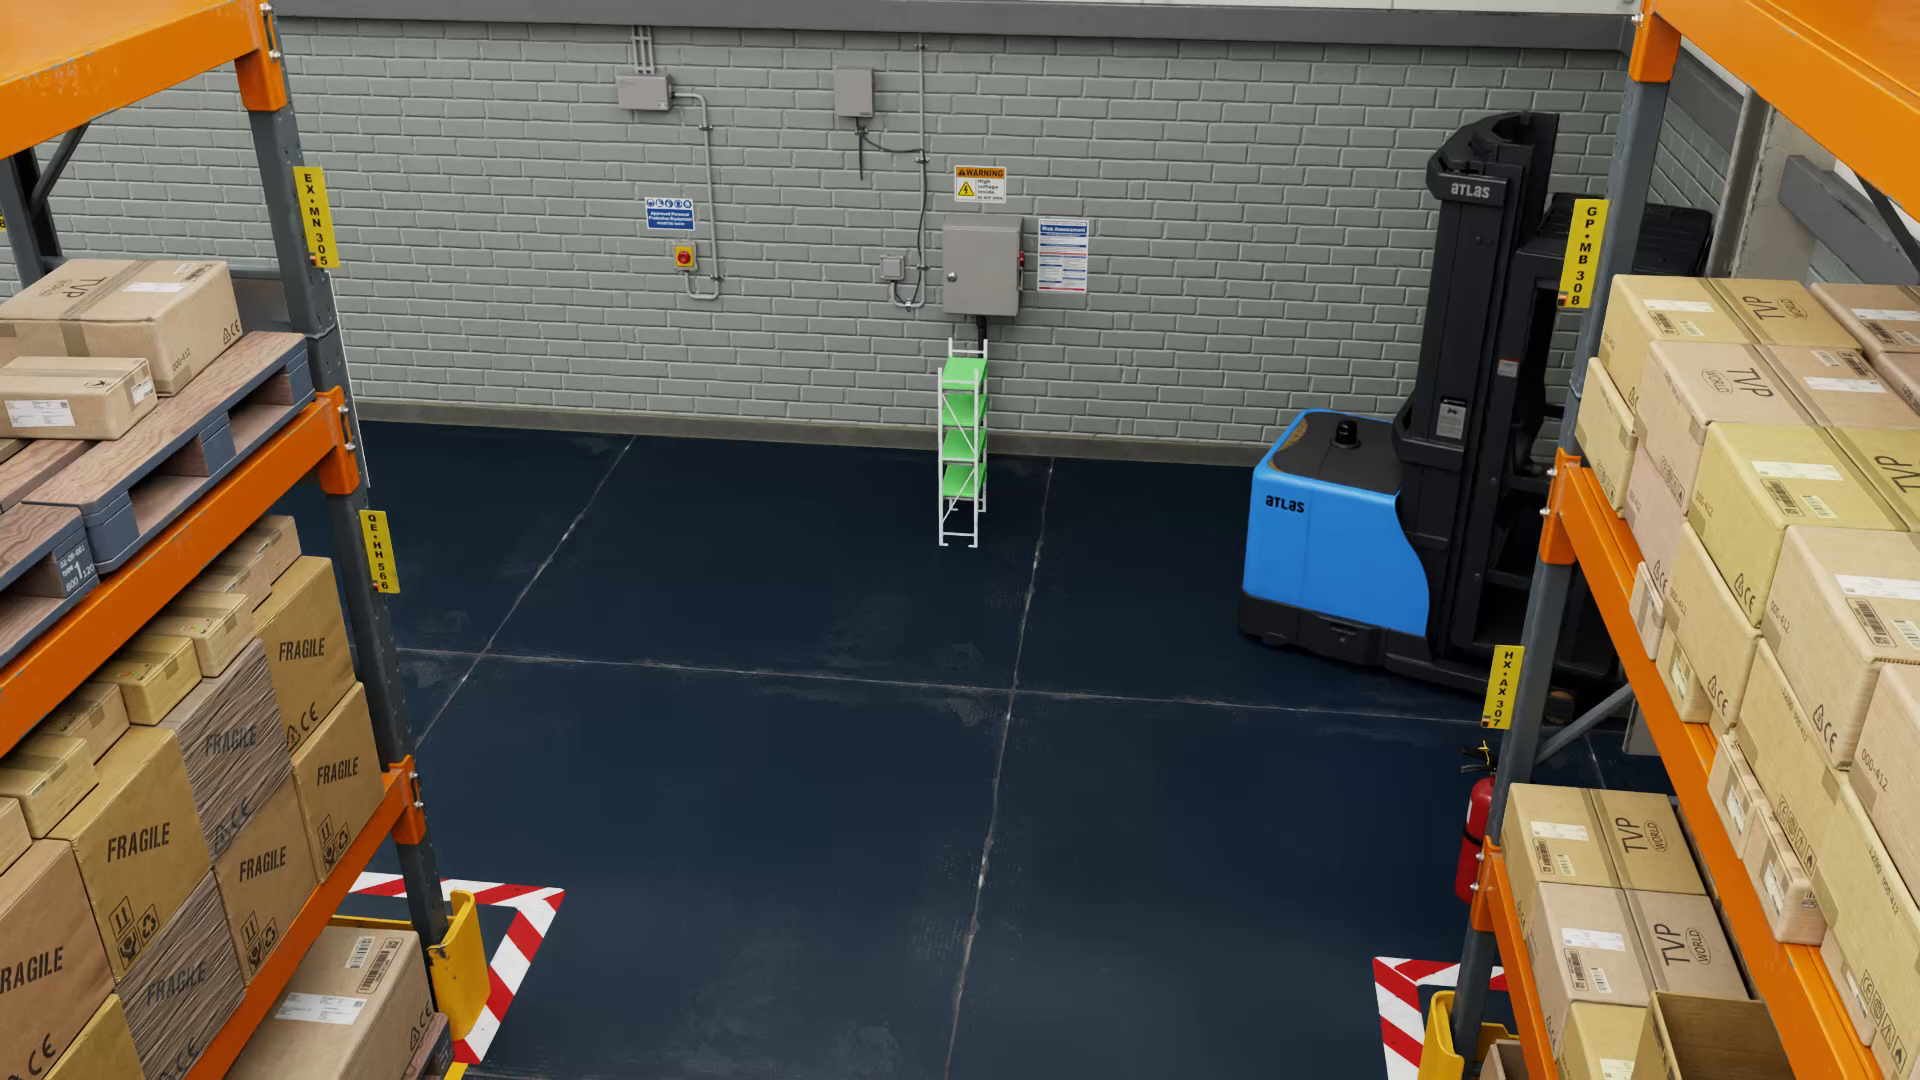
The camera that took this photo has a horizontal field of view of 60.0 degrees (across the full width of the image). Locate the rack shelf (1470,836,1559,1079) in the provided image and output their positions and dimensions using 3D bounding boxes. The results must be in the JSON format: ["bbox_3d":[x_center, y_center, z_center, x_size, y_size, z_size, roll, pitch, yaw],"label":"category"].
[{"bbox_3d":[2.108,2.164,4.122,1.077,0.370,4.000,3,28,6],"label":"rack shelf"}]

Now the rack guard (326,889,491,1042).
[{"bbox_3d":[-2.571,1.708,6.845,1.175,0.500,0.348,3,28,6],"label":"rack guard"}]

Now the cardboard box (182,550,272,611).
[{"bbox_3d":[-2.426,0.151,5.256,0.380,0.149,0.250,4,29,7],"label":"cardboard box"}]

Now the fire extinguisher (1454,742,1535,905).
[{"bbox_3d":[1.912,1.008,5.984,0.296,0.674,0.183,3,28,6],"label":"fire extinguisher"}]

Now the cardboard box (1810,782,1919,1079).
[{"bbox_3d":[1.801,0.676,2.807,0.500,0.250,0.500,4,29,7],"label":"cardboard box"}]

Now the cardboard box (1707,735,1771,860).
[{"bbox_3d":[1.799,0.548,3.464,0.380,0.149,0.250,3,29,6],"label":"cardboard box"}]

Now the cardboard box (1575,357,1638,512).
[{"bbox_3d":[2.027,-0.287,4.594,0.500,0.250,0.500,3,28,6],"label":"cardboard box"}]

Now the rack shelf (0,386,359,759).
[{"bbox_3d":[-2.819,0.556,3.942,1.077,0.370,4.000,3,28,6],"label":"rack shelf"}]

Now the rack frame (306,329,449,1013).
[{"bbox_3d":[-2.574,0.619,6.231,1.000,3.000,0.127,3,28,6],"label":"rack frame"}]

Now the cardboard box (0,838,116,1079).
[{"bbox_3d":[-2.559,1.092,4.192,0.500,0.500,0.500,3,28,6],"label":"cardboard box"}]

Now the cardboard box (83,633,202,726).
[{"bbox_3d":[-2.446,0.393,4.806,0.380,0.149,0.250,4,29,7],"label":"cardboard box"}]

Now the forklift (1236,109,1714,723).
[{"bbox_3d":[3.129,-0.615,8.593,3.031,2.935,1.130,14,31,24],"label":"forklift"}]

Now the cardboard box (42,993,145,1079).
[{"bbox_3d":[-2.550,1.539,4.417,0.500,0.500,0.500,4,29,8],"label":"cardboard box"}]

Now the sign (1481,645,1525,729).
[{"bbox_3d":[1.815,0.493,5.552,0.100,0.325,0.005,3,28,6],"label":"sign"}]

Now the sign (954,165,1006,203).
[{"bbox_3d":[0.132,-2.310,10.797,0.339,0.242,0.001,3,28,6],"label":"sign"}]

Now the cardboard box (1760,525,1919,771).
[{"bbox_3d":[1.868,0.210,3.144,0.500,0.250,0.500,4,29,8],"label":"cardboard box"}]

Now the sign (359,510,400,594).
[{"bbox_3d":[-2.037,0.043,5.829,0.100,0.325,0.005,3,28,6],"label":"sign"}]

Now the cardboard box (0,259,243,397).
[{"bbox_3d":[-2.539,-0.648,5.029,0.500,0.250,0.500,1,28,2],"label":"cardboard box"}]

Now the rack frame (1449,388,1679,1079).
[{"bbox_3d":[2.353,0.906,5.699,1.000,3.000,0.127,3,28,6],"label":"rack frame"}]

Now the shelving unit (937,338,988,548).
[{"bbox_3d":[0.020,-0.606,10.402,0.258,1.200,0.503,3,28,6],"label":"shelving unit"}]

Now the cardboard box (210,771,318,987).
[{"bbox_3d":[-2.446,1.053,5.320,0.500,0.500,0.500,3,28,5],"label":"cardboard box"}]

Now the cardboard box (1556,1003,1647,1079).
[{"bbox_3d":[1.910,1.515,4.412,0.500,0.250,0.500,3,28,5],"label":"cardboard box"}]

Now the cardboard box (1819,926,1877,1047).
[{"bbox_3d":[1.810,0.793,3.010,0.380,0.149,0.250,4,29,7],"label":"cardboard box"}]

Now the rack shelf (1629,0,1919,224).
[{"bbox_3d":[2.108,-0.476,2.700,1.077,0.370,4.000,3,28,6],"label":"rack shelf"}]

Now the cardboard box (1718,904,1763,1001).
[{"bbox_3d":[2.496,1.315,4.783,0.500,0.250,0.500,3,29,6],"label":"cardboard box"}]

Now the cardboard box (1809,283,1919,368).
[{"bbox_3d":[2.576,-0.475,4.415,0.500,0.250,0.500,3,28,5],"label":"cardboard box"}]

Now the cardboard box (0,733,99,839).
[{"bbox_3d":[-2.521,0.633,4.360,0.380,0.149,0.250,4,29,7],"label":"cardboard box"}]

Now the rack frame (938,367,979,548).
[{"bbox_3d":[-0.010,-0.491,10.189,0.240,1.200,0.015,3,28,6],"label":"rack frame"}]

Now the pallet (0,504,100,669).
[{"bbox_3d":[-2.801,0.263,3.822,1.003,0.211,1.213,3,28,6],"label":"pallet"}]

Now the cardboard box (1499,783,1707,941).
[{"bbox_3d":[2.030,1.039,5.296,0.500,0.250,0.500,4,29,6],"label":"cardboard box"}]

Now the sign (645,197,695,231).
[{"bbox_3d":[-1.946,-2.187,11.155,0.327,0.218,0.001,3,28,6],"label":"sign"}]

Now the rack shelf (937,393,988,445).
[{"bbox_3d":[0.020,-0.761,10.319,0.258,0.148,0.480,3,28,6],"label":"rack shelf"}]

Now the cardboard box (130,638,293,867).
[{"bbox_3d":[-2.431,0.623,5.063,0.500,0.500,0.500,3,29,6],"label":"cardboard box"}]

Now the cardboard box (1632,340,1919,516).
[{"bbox_3d":[1.968,-0.267,4.031,0.500,0.250,0.500,3,28,6],"label":"cardboard box"}]

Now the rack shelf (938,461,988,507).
[{"bbox_3d":[0.020,-0.339,10.546,0.258,0.148,0.480,3,28,6],"label":"rack shelf"}]

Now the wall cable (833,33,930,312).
[{"bbox_3d":[-0.497,-2.407,10.776,0.588,1.984,0.122,3,28,6],"label":"wall cable"}]

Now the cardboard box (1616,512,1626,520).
[{"bbox_3d":[2.083,-0.168,4.793,0.380,0.149,0.250,4,29,7],"label":"cardboard box"}]

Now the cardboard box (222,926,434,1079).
[{"bbox_3d":[-2.555,1.878,6.151,0.875,0.438,0.875,2,28,4],"label":"cardboard box"}]

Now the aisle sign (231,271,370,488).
[{"bbox_3d":[-2.257,-0.541,5.644,0.394,0.787,0.004,3,28,6],"label":"aisle sign"}]

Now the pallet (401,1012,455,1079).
[{"bbox_3d":[-2.594,2.227,6.185,1.003,0.211,1.213,3,28,6],"label":"pallet"}]

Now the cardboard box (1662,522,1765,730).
[{"bbox_3d":[1.911,0.194,3.702,0.500,0.250,0.500,3,28,5],"label":"cardboard box"}]

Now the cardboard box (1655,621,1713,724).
[{"bbox_3d":[1.871,0.312,3.903,0.380,0.149,0.250,3,28,6],"label":"cardboard box"}]
